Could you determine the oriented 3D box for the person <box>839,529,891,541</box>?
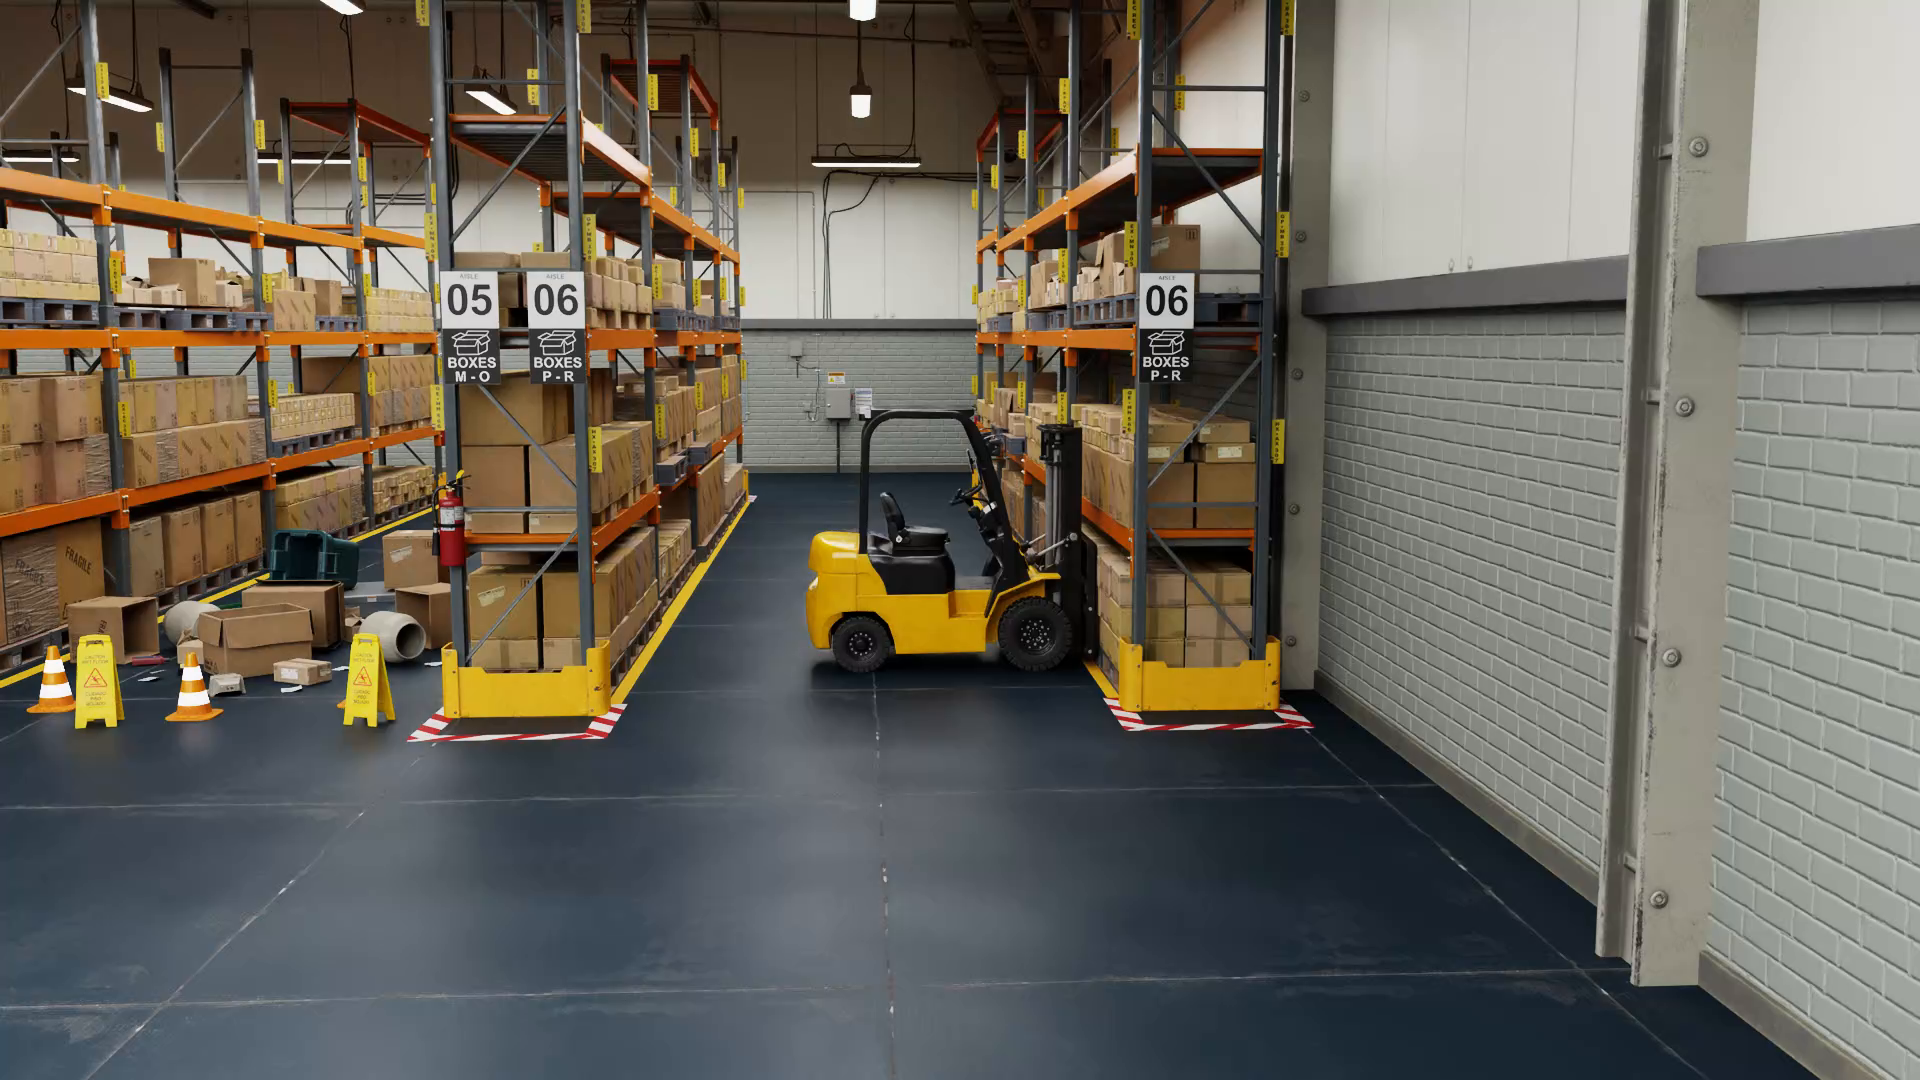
[{"bbox_3d":[-0.757,0.352,15.892,0.862,0.939,0.519,-1,7,-6],"label":"person"}]
